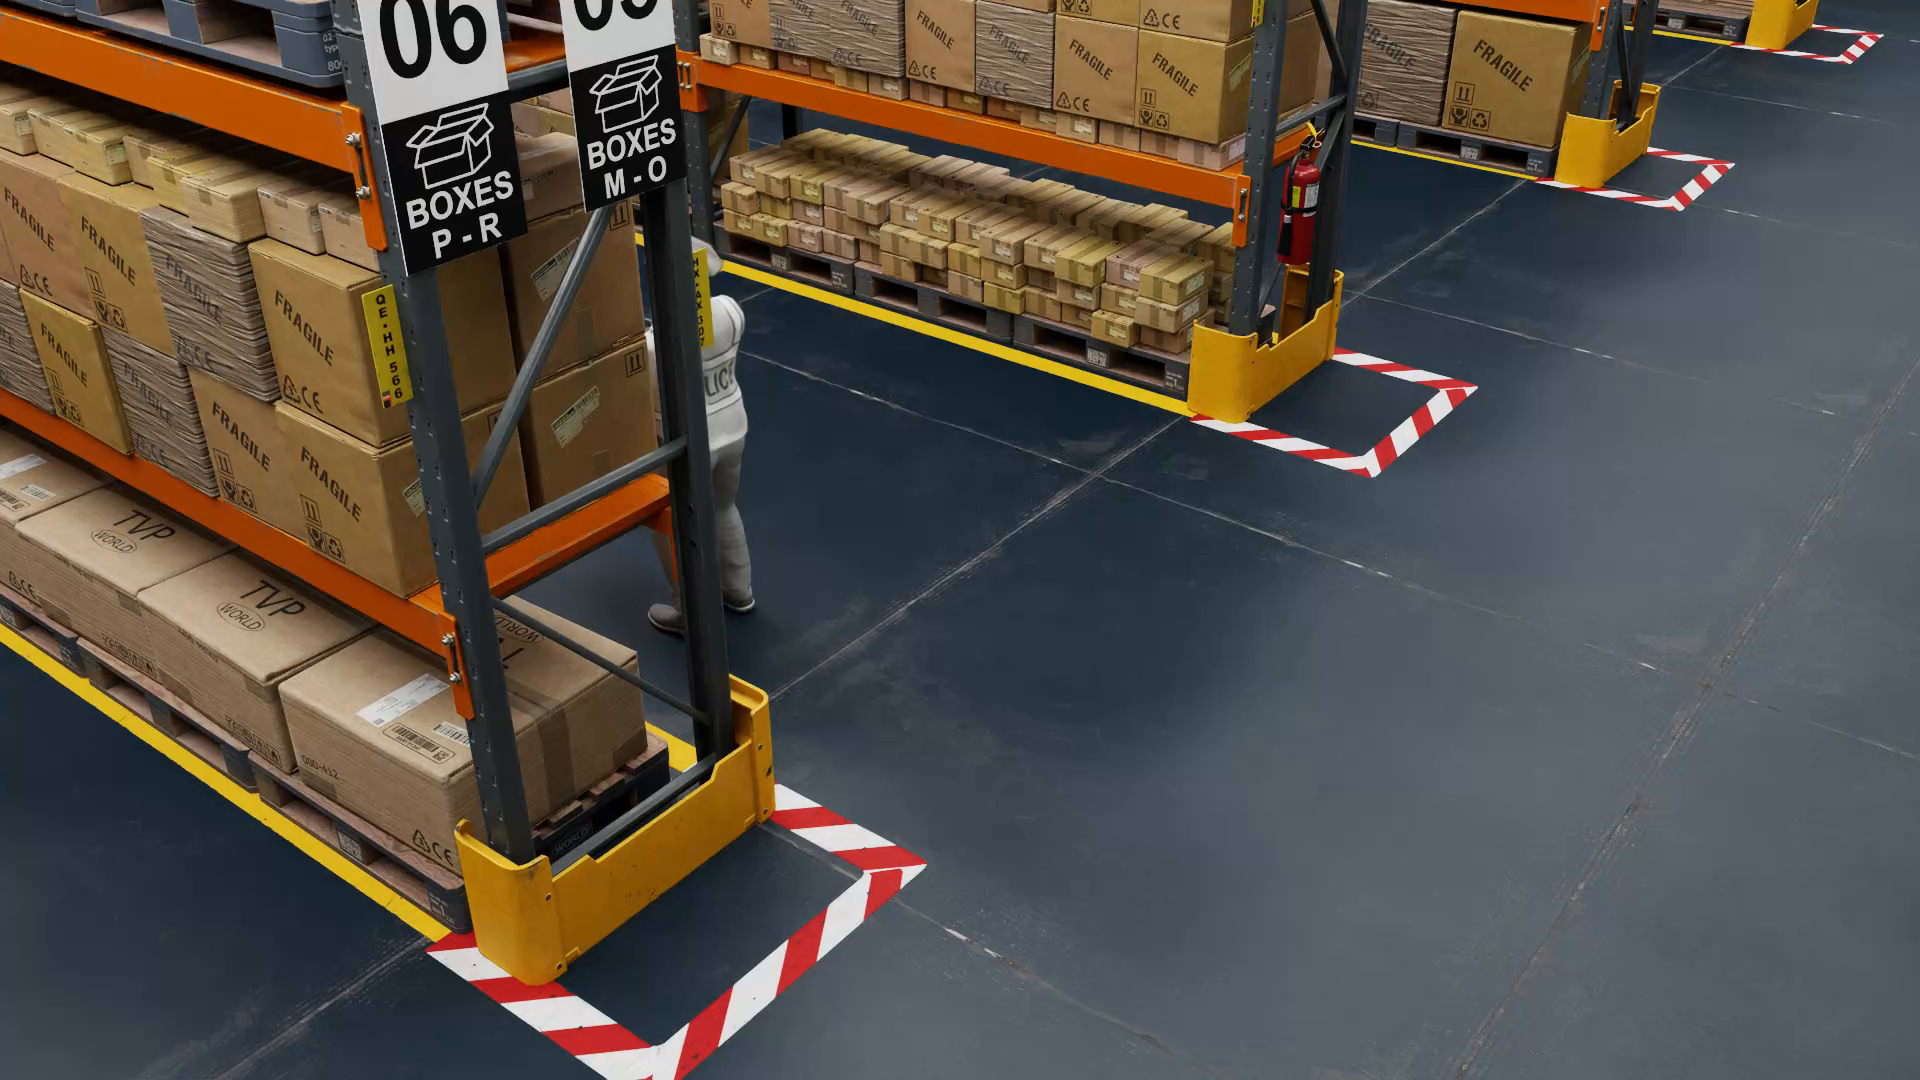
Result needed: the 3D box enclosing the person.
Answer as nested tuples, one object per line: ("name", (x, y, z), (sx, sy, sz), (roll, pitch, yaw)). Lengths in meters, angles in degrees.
("person", (-1.167, -0.440, 6.847), (0.572, 1.768, 0.494), (21, 37, 31))
